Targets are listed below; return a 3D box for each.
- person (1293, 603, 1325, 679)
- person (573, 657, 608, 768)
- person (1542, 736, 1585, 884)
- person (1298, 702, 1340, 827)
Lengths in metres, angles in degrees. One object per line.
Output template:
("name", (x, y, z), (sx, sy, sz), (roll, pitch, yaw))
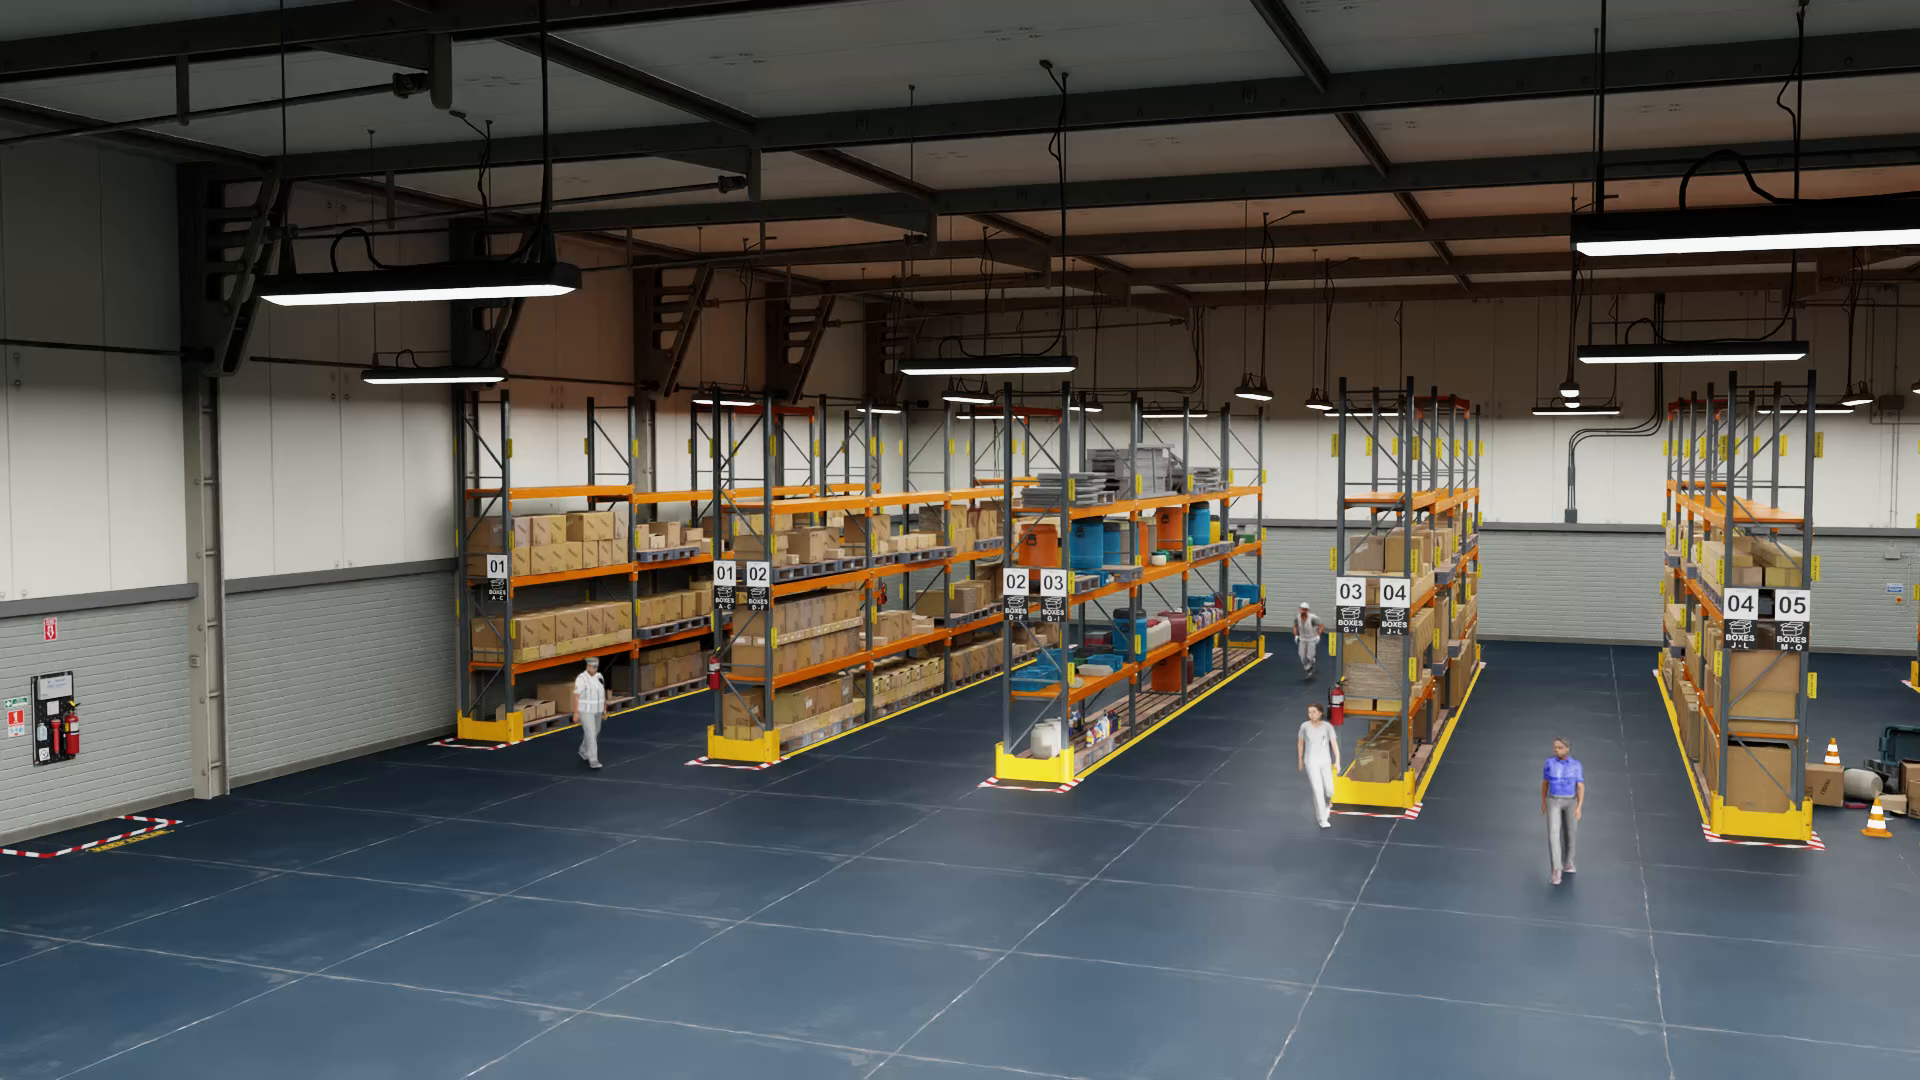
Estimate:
("person", (7.551, 2.182, 36.006), (0.696, 1.688, 0.619), (2, 4, 27))
("person", (-5.842, 2.698, 26.294), (0.905, 1.711, 0.546), (2, 4, 34))
("person", (7.008, 3.103, 19.335), (0.476, 1.629, 0.862), (1, 3, 22))
("person", (4.765, 2.961, 22.095), (0.514, 1.629, 0.726), (0, 3, 4))
